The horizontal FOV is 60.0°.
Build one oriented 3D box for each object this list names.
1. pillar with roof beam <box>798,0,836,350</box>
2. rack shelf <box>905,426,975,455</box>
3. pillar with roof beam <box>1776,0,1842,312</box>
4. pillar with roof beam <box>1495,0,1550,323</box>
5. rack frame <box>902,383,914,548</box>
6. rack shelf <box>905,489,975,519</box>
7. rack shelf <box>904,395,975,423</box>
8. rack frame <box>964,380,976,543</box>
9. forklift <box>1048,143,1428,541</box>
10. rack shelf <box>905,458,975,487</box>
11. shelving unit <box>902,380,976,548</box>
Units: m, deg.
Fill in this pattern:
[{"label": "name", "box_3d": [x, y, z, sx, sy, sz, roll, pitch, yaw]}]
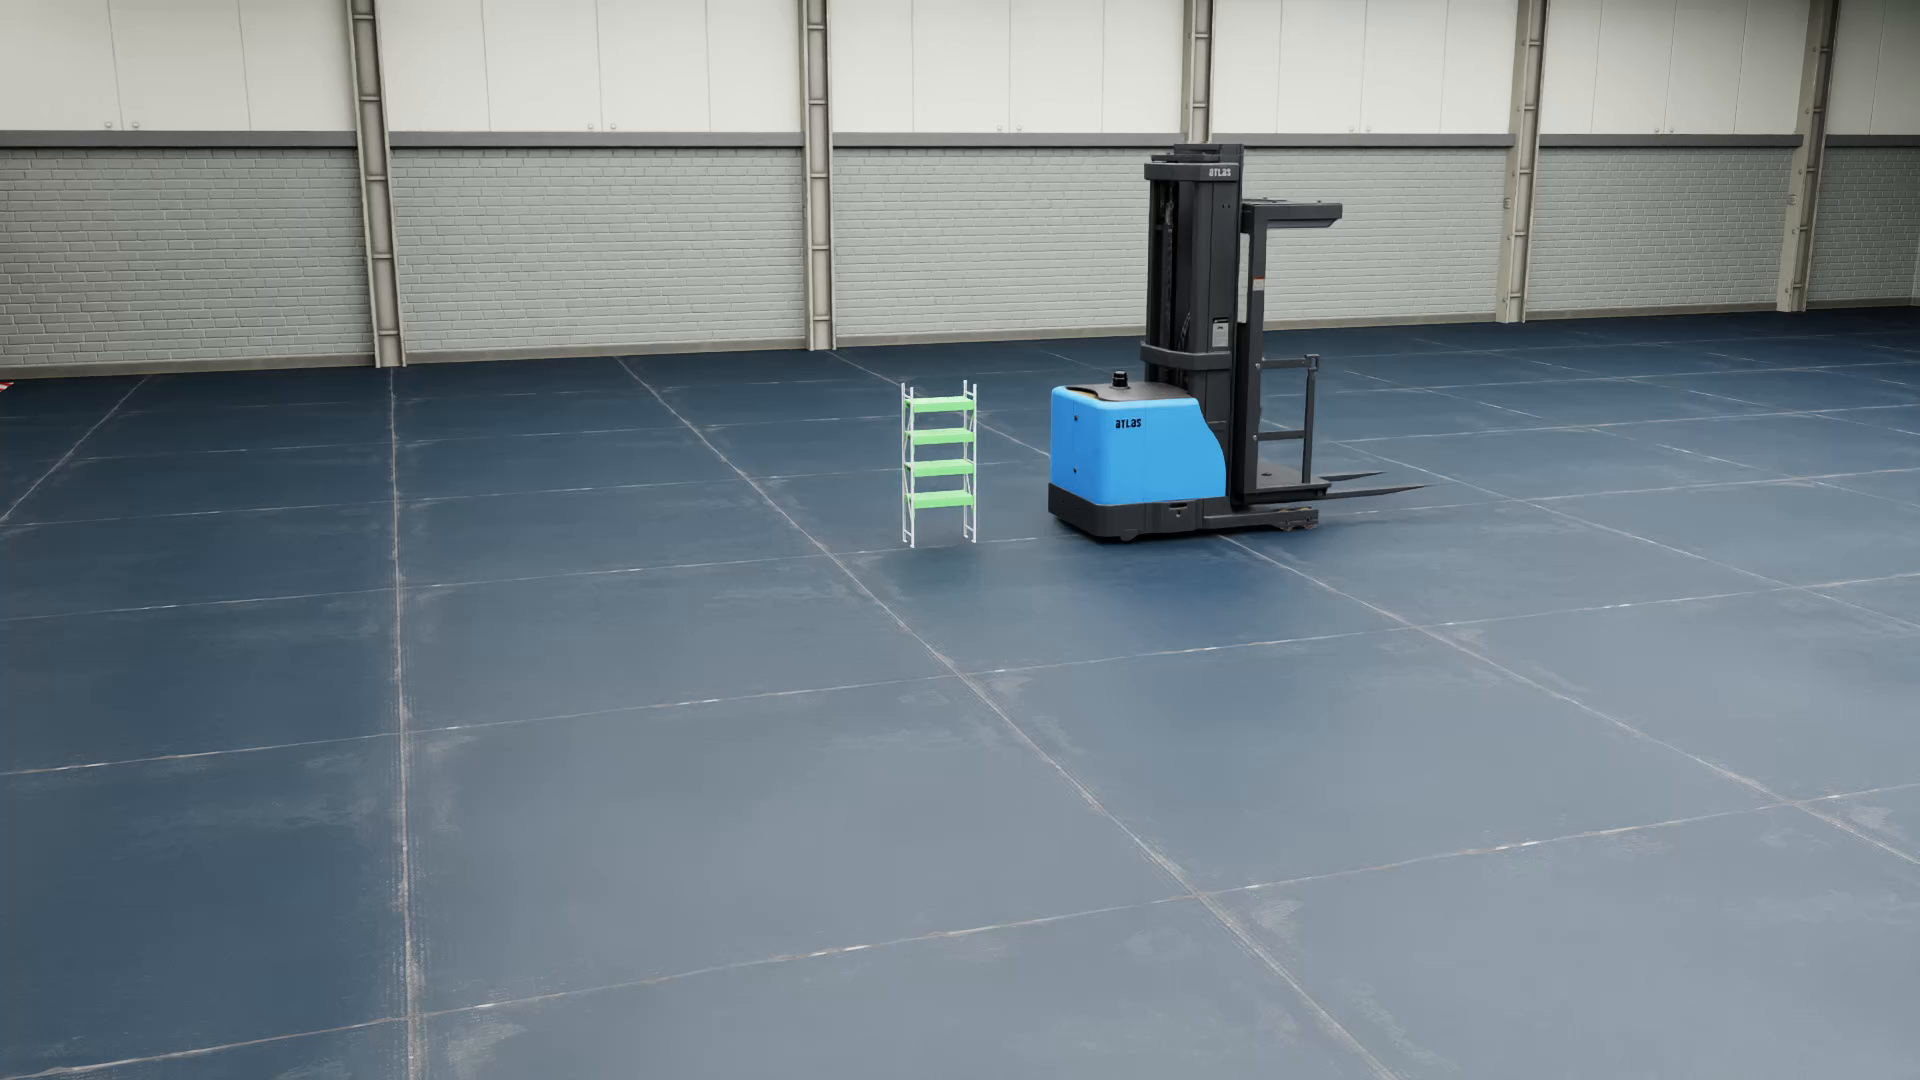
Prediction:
[{"label": "pillar with roof beam", "box_3d": [-0.677, -6.249, 19.467, 0.400, 9.000, 9.100, -4, 14, -18]}, {"label": "rack shelf", "box_3d": [-0.157, -0.743, 12.412, 0.480, 0.148, 0.258, -4, 14, -18]}, {"label": "pillar with roof beam", "box_3d": [16.383, -7.577, 25.052, 0.400, 9.000, 9.100, -4, 14, -18]}, {"label": "pillar with roof beam", "box_3d": [10.697, -7.135, 23.191, 0.400, 9.000, 9.100, -4, 14, -18]}, {"label": "rack frame", "box_3d": [-0.388, -0.553, 12.377, 0.015, 1.200, 0.240, -4, 14, -18]}, {"label": "rack shelf", "box_3d": [-0.157, -0.276, 12.523, 0.480, 0.148, 0.258, -4, 14, -18]}, {"label": "rack shelf", "box_3d": [-0.157, -0.976, 12.356, 0.480, 0.148, 0.258, -4, 14, -18]}, {"label": "rack frame", "box_3d": [0.074, -0.590, 12.528, 0.015, 1.200, 0.240, -4, 14, -18]}, {"label": "forklift", "box_3d": [2.277, -1.605, 13.058, 3.031, 2.935, 1.130, -5, 14, -19]}, {"label": "rack shelf", "box_3d": [-0.157, -0.509, 12.467, 0.480, 0.148, 0.258, -4, 14, -18]}, {"label": "shelving unit", "box_3d": [-0.157, -0.571, 12.453, 0.503, 1.200, 0.258, -4, 14, -18]}]
